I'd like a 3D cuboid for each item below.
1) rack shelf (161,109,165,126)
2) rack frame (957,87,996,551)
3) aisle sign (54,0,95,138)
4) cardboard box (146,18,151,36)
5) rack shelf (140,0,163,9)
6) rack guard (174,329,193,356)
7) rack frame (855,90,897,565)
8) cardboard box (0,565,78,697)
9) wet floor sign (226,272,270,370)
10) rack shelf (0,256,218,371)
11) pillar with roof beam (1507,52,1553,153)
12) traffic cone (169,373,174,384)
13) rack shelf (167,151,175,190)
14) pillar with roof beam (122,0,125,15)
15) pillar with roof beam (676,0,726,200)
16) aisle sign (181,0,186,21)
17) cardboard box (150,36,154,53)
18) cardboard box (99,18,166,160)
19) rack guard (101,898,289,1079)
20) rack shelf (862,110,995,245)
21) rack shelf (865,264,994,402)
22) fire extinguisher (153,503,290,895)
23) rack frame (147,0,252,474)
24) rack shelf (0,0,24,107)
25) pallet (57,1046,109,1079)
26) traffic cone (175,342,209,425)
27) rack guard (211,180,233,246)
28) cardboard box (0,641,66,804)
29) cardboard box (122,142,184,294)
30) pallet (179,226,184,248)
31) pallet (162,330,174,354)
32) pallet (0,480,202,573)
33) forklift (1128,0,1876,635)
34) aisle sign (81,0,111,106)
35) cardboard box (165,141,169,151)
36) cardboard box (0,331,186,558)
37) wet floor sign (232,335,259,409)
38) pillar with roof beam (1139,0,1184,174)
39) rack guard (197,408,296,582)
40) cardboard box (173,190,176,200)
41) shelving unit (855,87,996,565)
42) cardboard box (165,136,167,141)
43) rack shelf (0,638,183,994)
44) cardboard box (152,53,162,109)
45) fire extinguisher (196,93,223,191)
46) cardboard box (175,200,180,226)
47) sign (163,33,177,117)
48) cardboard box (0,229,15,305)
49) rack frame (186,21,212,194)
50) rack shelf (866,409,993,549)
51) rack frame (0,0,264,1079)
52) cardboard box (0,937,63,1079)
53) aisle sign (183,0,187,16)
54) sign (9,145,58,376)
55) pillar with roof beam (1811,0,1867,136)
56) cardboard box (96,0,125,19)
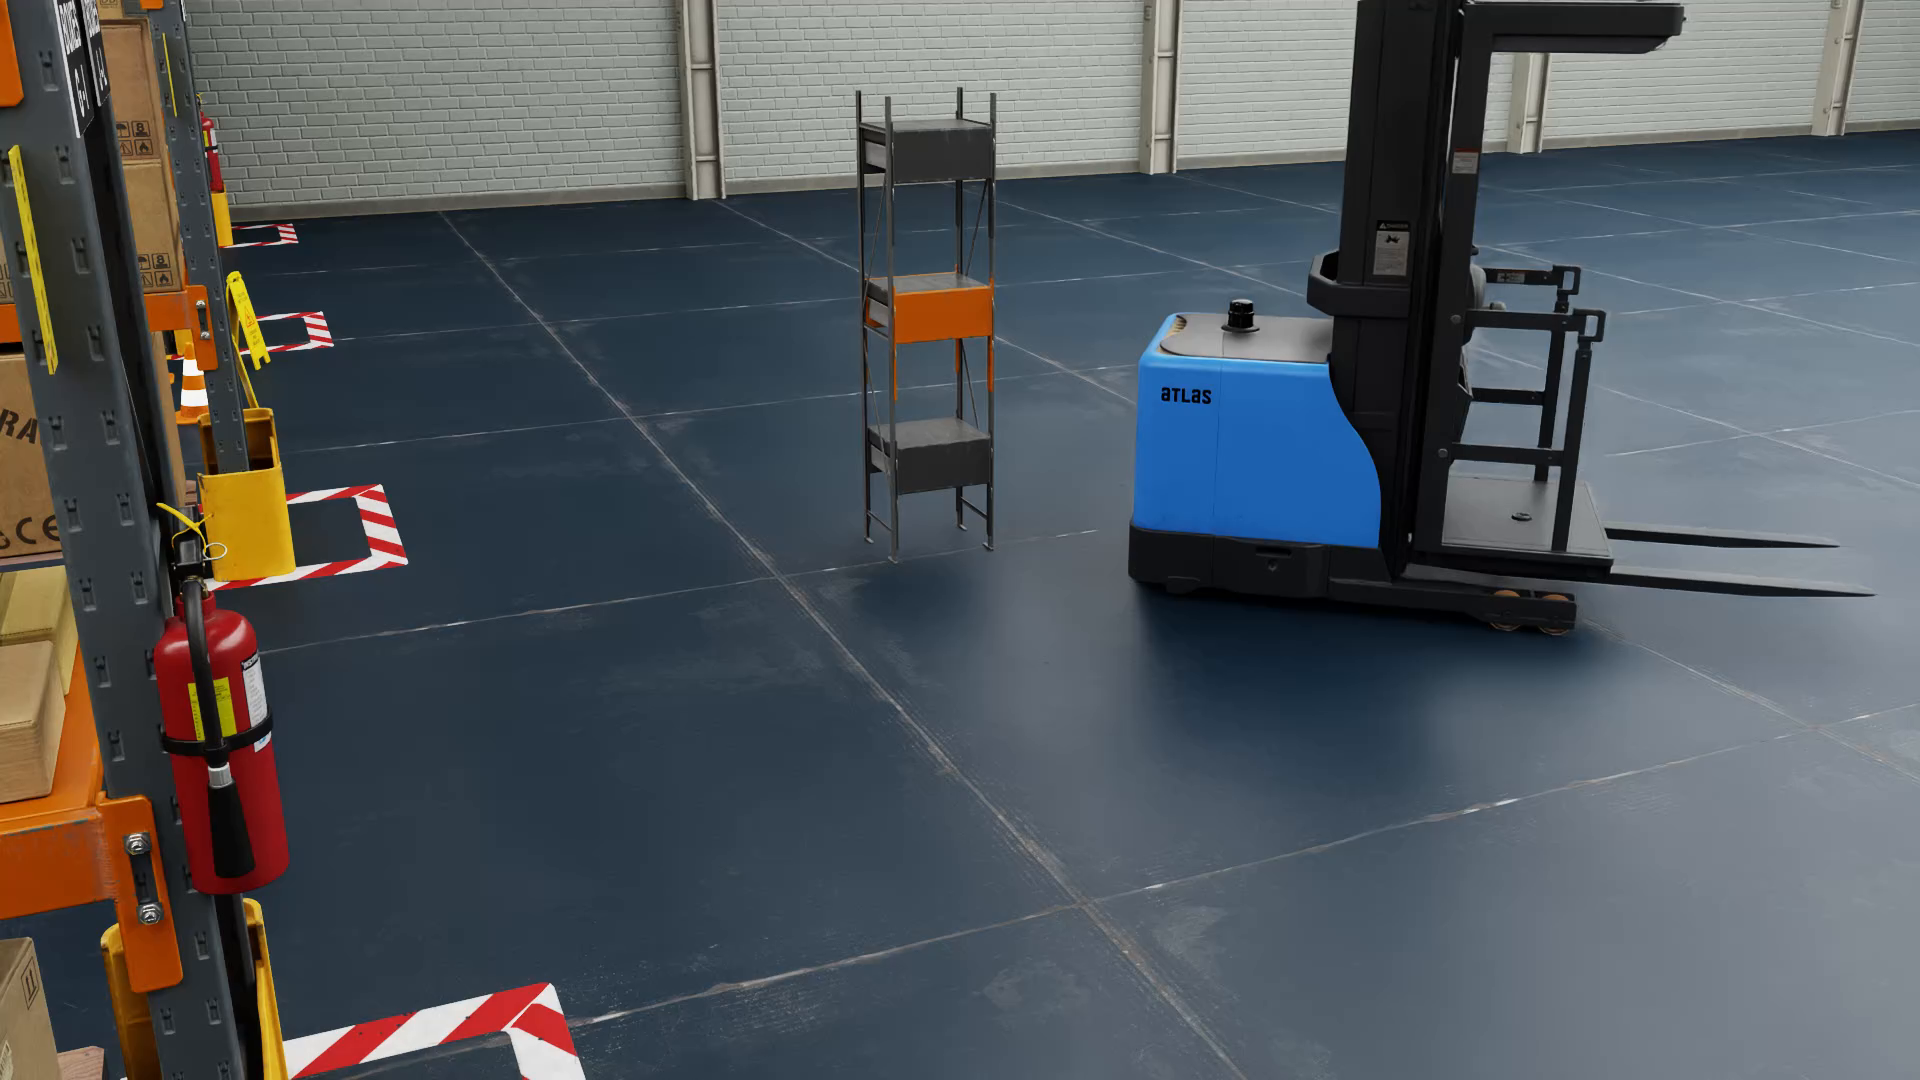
[{"bbox_3d":[-9.300,-3.822,15.442,4.000,0.370,1.077,-8,21,-22],"label":"rack shelf"},{"bbox_3d":[0.072,-1.001,7.703,0.015,2.100,0.400,-8,21,-22],"label":"rack frame"},{"bbox_3d":[-1.393,-1.032,2.521,0.004,0.787,0.394,-8,21,-22],"label":"aisle sign"},{"bbox_3d":[-7.709,-4.806,15.580,0.250,0.149,0.380,-8,21,-22],"label":"cardboard box"},{"bbox_3d":[-5.277,-2.227,6.397,4.000,0.370,1.077,-8,21,-22],"label":"rack shelf"},{"bbox_3d":[-5.564,-1.722,12.159,0.348,0.500,1.175,-8,21,-22],"label":"rack guard"},{"bbox_3d":[-0.376,-0.937,7.520,0.015,2.100,0.400,-8,21,-22],"label":"rack frame"},{"bbox_3d":[-1.925,0.195,3.331,0.250,0.149,0.380,-8,21,-22],"label":"cardboard box"},{"bbox_3d":[-4.896,-1.499,11.308,0.232,0.644,0.267,-1,19,-3],"label":"wet floor sign"},{"bbox_3d":[-5.277,-0.812,6.895,4.000,0.370,1.077,-8,21,-22],"label":"rack shelf"},{"bbox_3d":[9.773,-8.492,18.591,0.400,9.000,9.100,-8,21,-22],"label":"pillar with roof beam"},{"bbox_3d":[-5.378,-1.264,10.916,0.334,0.463,0.336,-8,21,-22],"label":"traffic cone"},{"bbox_3d":[-7.331,-2.308,11.145,4.000,0.370,1.077,-8,21,-22],"label":"rack shelf"},{"bbox_3d":[-6.755,-6.124,11.866,0.400,9.000,9.100,-8,21,-22],"label":"pillar with roof beam"},{"bbox_3d":[-1.246,-6.913,14.107,0.400,9.000,9.100,-8,21,-22],"label":"pillar with roof beam"},{"bbox_3d":[-3.257,-2.559,6.858,0.004,0.787,0.394,-8,21,-22],"label":"aisle sign"},{"bbox_3d":[-7.671,-4.646,15.574,0.250,0.149,0.380,-8,21,-21],"label":"cardboard box"},{"bbox_3d":[-3.797,-1.958,7.214,0.550,0.550,0.875,-8,21,-22],"label":"cardboard box"},{"bbox_3d":[-1.639,1.300,3.576,0.348,0.500,1.175,-8,21,-22],"label":"rack guard"},{"bbox_3d":[-0.152,-1.616,7.384,0.480,0.518,0.431,-8,21,-22],"label":"rack shelf"},{"bbox_3d":[-0.152,-0.956,7.616,0.480,0.518,0.431,-8,21,-22],"label":"rack shelf"},{"bbox_3d":[-1.281,0.273,2.846,0.183,0.674,0.296,-8,21,-22],"label":"fire extinguisher"},{"bbox_3d":[-3.441,-1.415,7.523,0.127,3.000,1.000,-8,21,-22],"label":"rack frame"},{"bbox_3d":[-3.405,-0.701,2.064,4.000,0.370,1.077,-8,21,-22],"label":"rack shelf"},{"bbox_3d":[-2.399,1.533,3.351,1.213,0.211,1.003,-8,21,-22],"label":"pallet"},{"bbox_3d":[-4.626,-0.971,10.082,0.334,0.463,0.336,-8,21,-22],"label":"traffic cone"},{"bbox_3d":[-7.442,-3.248,16.494,0.348,0.500,1.175,-8,21,-22],"label":"rack guard"},{"bbox_3d":[-1.749,0.330,2.946,0.250,0.149,0.380,-8,21,-22],"label":"cardboard box"},{"bbox_3d":[-3.764,-1.423,7.320,0.550,0.550,0.875,-8,21,-22],"label":"cardboard box"},{"bbox_3d":[-8.150,-2.995,16.211,1.213,0.211,1.003,-8,21,-22],"label":"pallet"},{"bbox_3d":[-6.324,-1.489,11.934,1.213,0.211,1.003,-8,21,-22],"label":"pallet"},{"bbox_3d":[-4.144,0.030,7.620,1.213,0.211,1.003,-8,21,-22],"label":"pallet"},{"bbox_3d":[2.320,-1.182,6.967,3.031,2.935,1.130,5,20,13],"label":"forklift"},{"bbox_3d":[-1.631,-1.215,3.041,0.004,0.787,0.394,-8,21,-22],"label":"aisle sign"},{"bbox_3d":[-7.763,-3.641,15.849,0.500,0.250,0.500,-7,21,-20],"label":"cardboard box"},{"bbox_3d":[-4.037,-0.501,7.496,0.875,0.875,0.875,-8,21,-22],"label":"cardboard box"},{"bbox_3d":[-4.199,-0.912,9.640,0.232,0.644,0.267,-12,23,-31],"label":"wet floor sign"},{"bbox_3d":[4.263,-7.703,16.349,0.400,9.000,9.100,-8,21,-22],"label":"pillar with roof beam"},{"bbox_3d":[-3.419,-0.239,7.947,0.348,0.500,1.175,-8,21,-22],"label":"rack guard"},{"bbox_3d":[-7.787,-3.402,15.921,0.500,0.250,0.500,-8,21,-23],"label":"cardboard box"},{"bbox_3d":[-0.152,-0.969,7.611,0.503,2.100,0.431,-8,21,-22],"label":"shelving unit"},{"bbox_3d":[-7.980,-3.791,16.275,0.500,0.250,0.500,-8,21,-23],"label":"cardboard box"},{"bbox_3d":[-3.405,0.714,2.562,4.000,0.370,1.077,-8,21,-22],"label":"rack shelf"},{"bbox_3d":[-7.812,-4.326,15.642,0.500,0.500,0.500,-9,21,-23],"label":"cardboard box"},{"bbox_3d":[-5.207,-2.749,11.429,0.183,0.674,0.296,-8,21,-22],"label":"fire extinguisher"},{"bbox_3d":[-7.770,-3.167,16.008,0.500,0.250,0.500,-8,21,-22],"label":"cardboard box"},{"bbox_3d":[-3.239,-1.905,6.816,0.005,0.325,0.100,-8,21,-22],"label":"sign"},{"bbox_3d":[-4.260,-1.344,7.096,0.550,0.550,0.875,-8,21,-22],"label":"cardboard box"},{"bbox_3d":[-7.464,-4.424,16.070,0.127,3.000,1.000,-8,21,-22],"label":"rack frame"},{"bbox_3d":[-0.152,-0.295,7.848,0.480,0.518,0.431,-8,21,-22],"label":"rack shelf"},{"bbox_3d":[-1.570,0.110,3.192,0.053,2.616,0.949,-8,21,-22],"label":"rack frame"},{"bbox_3d":[-2.149,1.169,3.316,0.500,0.500,0.500,-4,20,-12],"label":"cardboard box"},{"bbox_3d":[-3.495,-2.742,7.378,0.004,0.787,0.394,-8,21,-22],"label":"aisle sign"},{"bbox_3d":[-1.368,-0.412,2.457,0.005,0.325,0.100,-8,21,-22],"label":"sign"},{"bbox_3d":[15.282,-9.281,20.833,0.400,9.000,9.100,-8,21,-22],"label":"pillar with roof beam"},{"bbox_3d":[-5.877,-3.436,11.161,0.500,0.500,0.700,-9,21,-23],"label":"cardboard box"}]
